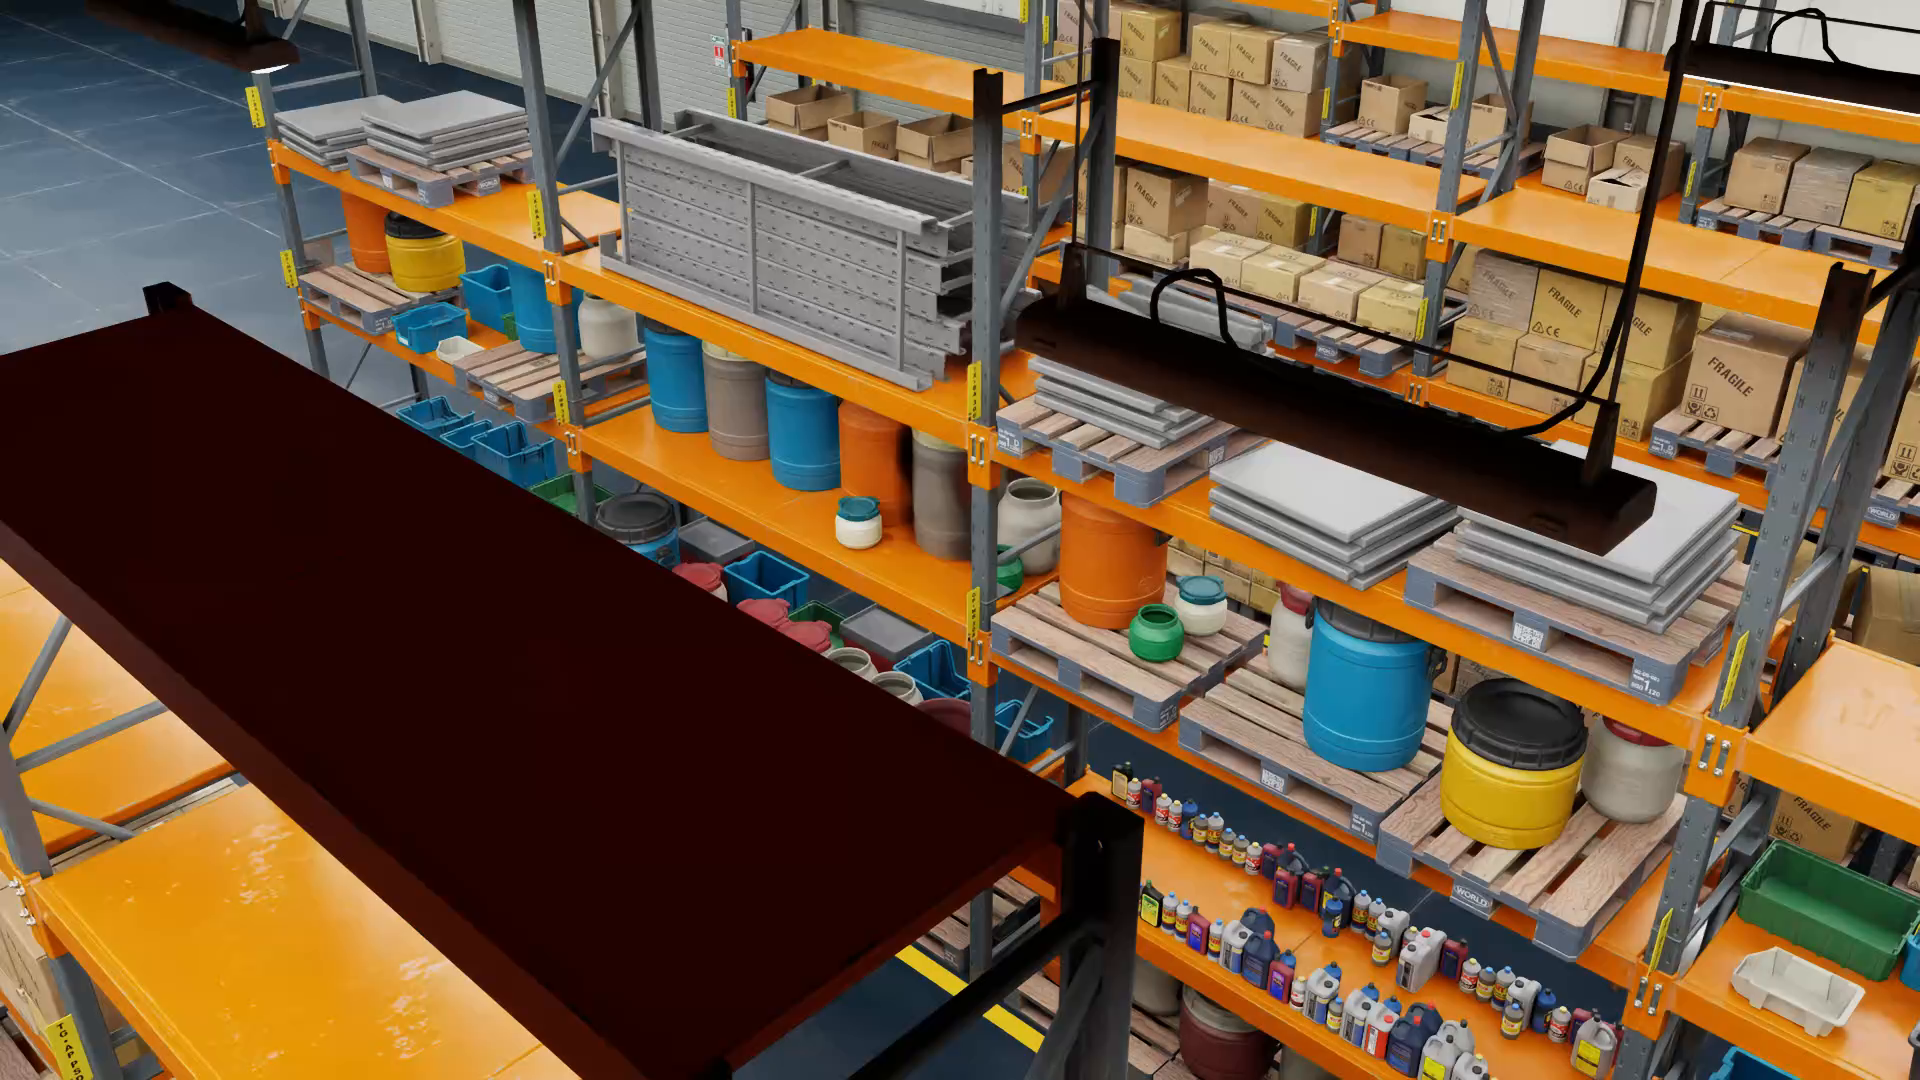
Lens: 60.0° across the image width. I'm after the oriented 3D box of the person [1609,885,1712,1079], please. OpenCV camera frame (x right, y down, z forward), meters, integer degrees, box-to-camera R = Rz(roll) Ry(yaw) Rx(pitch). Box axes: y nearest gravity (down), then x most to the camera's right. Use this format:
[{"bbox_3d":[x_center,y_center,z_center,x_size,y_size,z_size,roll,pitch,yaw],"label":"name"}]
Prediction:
[{"bbox_3d":[4.196,2.600,9.812,0.693,1.764,0.911,-13,32,-21],"label":"person"}]
